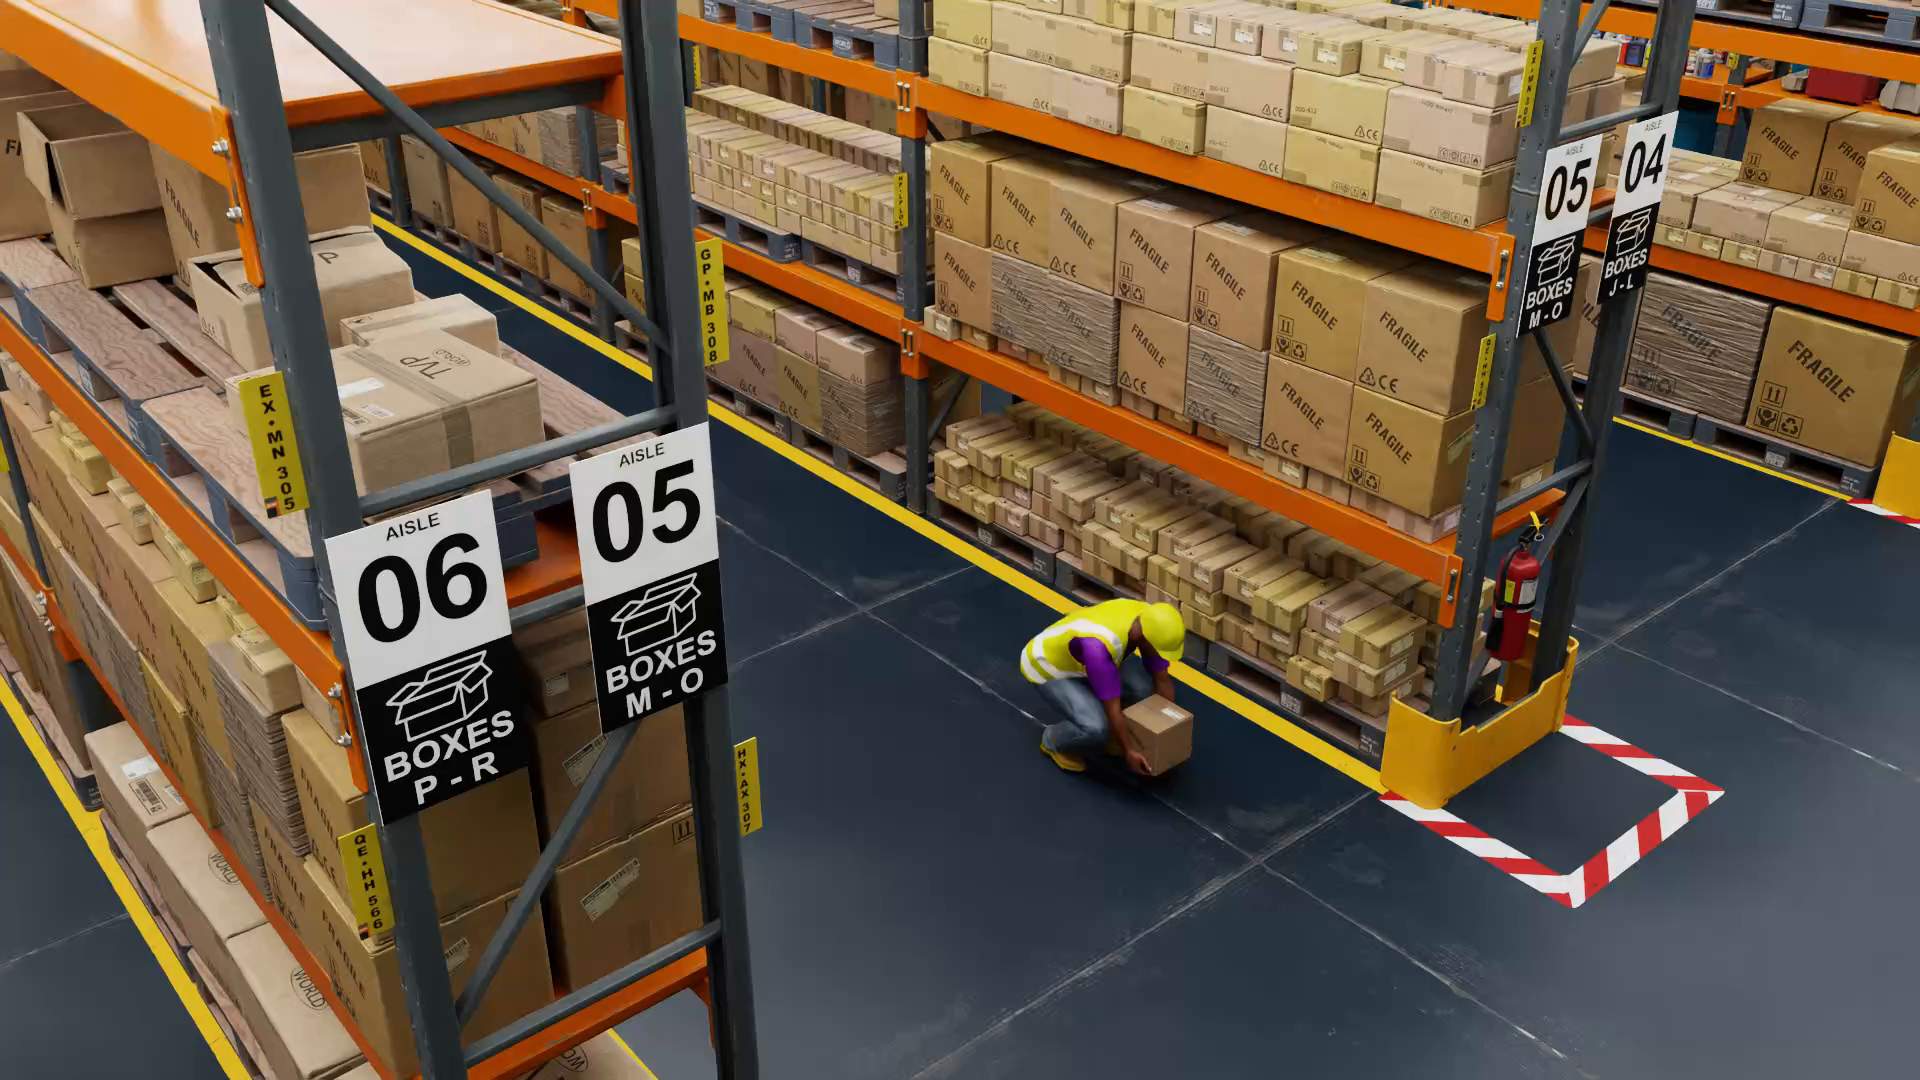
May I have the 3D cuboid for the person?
[{"bbox_3d":[0.738,0.662,8.164,0.545,1.014,0.898,-24,36,-37],"label":"person"}]
